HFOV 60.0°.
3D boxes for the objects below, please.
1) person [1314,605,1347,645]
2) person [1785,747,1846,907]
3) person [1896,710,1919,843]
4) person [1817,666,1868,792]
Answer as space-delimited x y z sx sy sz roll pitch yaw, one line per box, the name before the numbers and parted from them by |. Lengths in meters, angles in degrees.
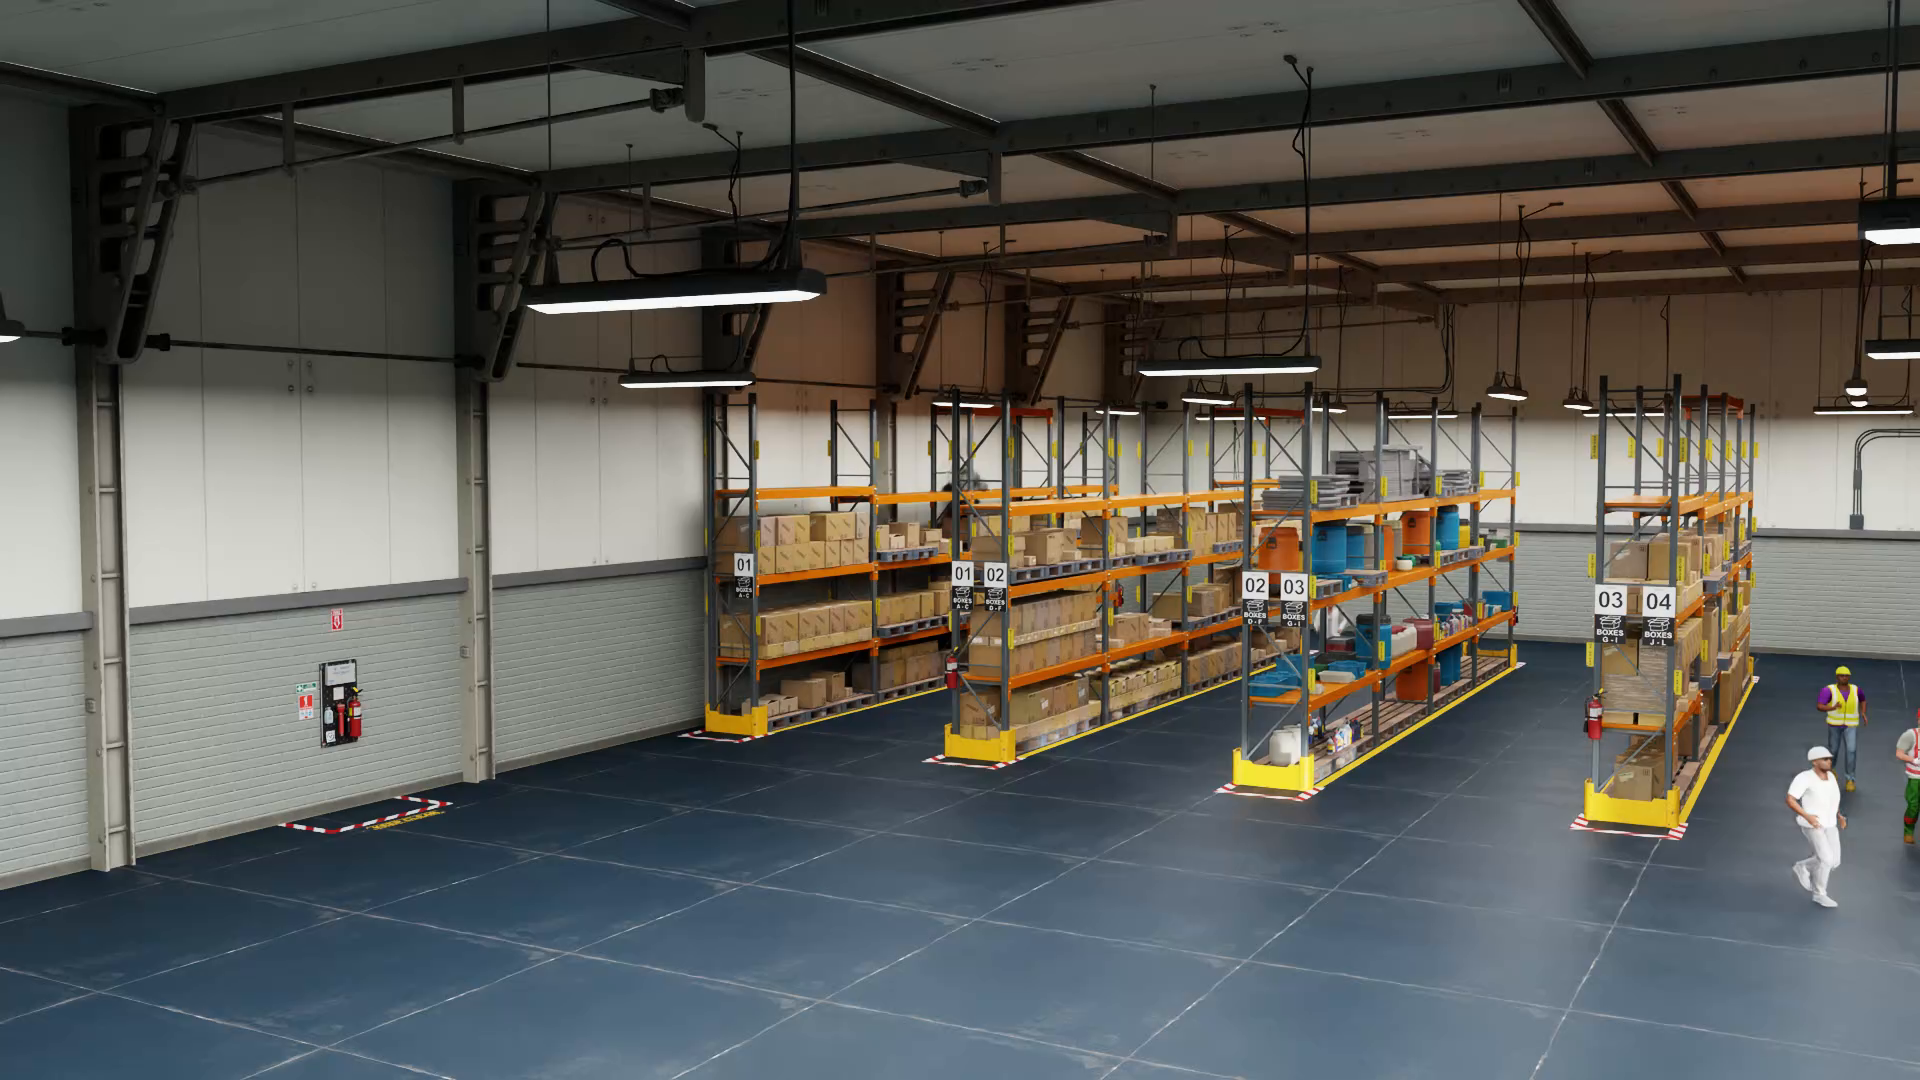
person | 8.196 2.151 36.832 0.710 1.762 0.862 1 3 16
person | 9.447 3.141 18.417 0.702 1.734 0.633 -1 3 -24
person | 11.992 3.000 20.680 0.678 1.865 0.781 1 3 14
person | 13.080 2.759 24.655 0.691 1.776 0.944 1 3 20
